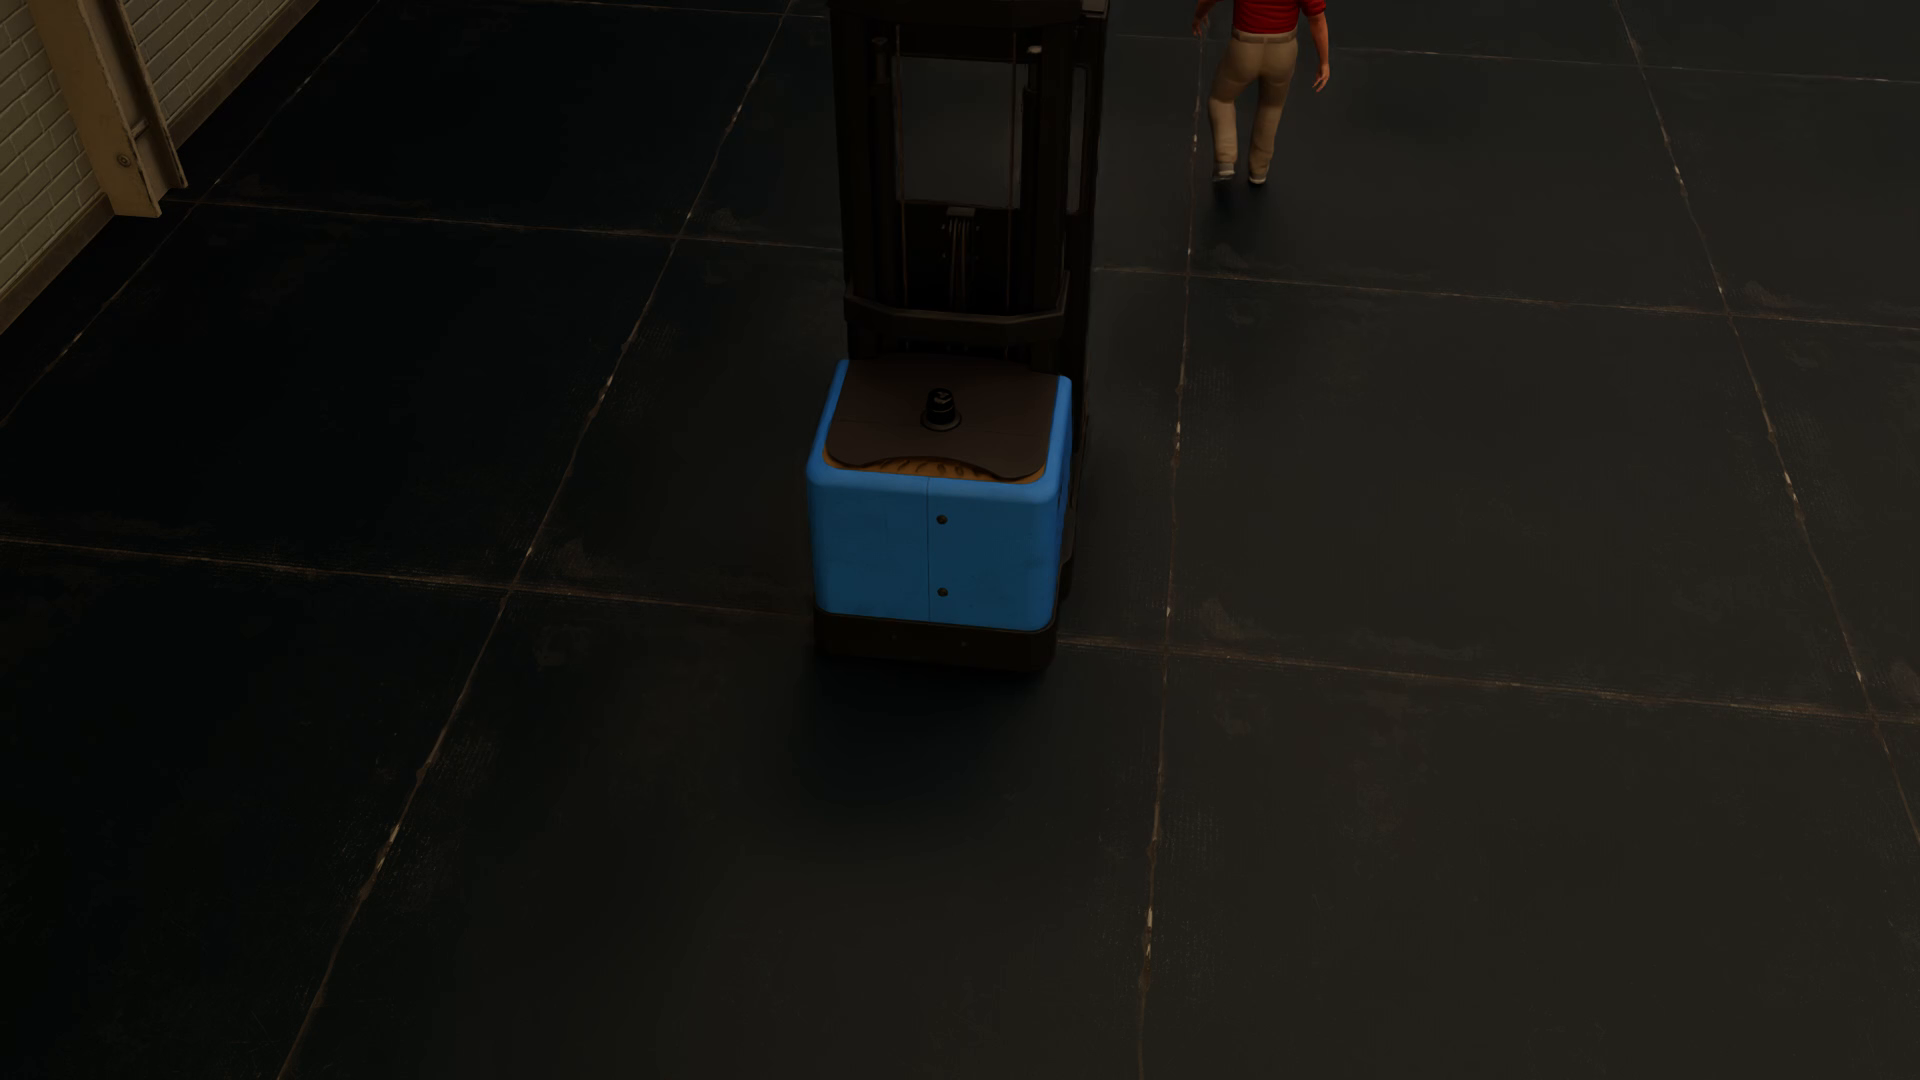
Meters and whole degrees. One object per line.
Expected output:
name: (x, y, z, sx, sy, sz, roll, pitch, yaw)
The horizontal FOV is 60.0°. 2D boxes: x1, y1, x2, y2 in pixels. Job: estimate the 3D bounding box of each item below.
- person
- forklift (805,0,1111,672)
person: (1.755, -2.842, 9.725, 0.792, 1.710, 0.595, 3, 43, 4)
forklift: (0.063, -1.509, 7.367, 1.130, 2.935, 3.031, 5, 43, 5)
